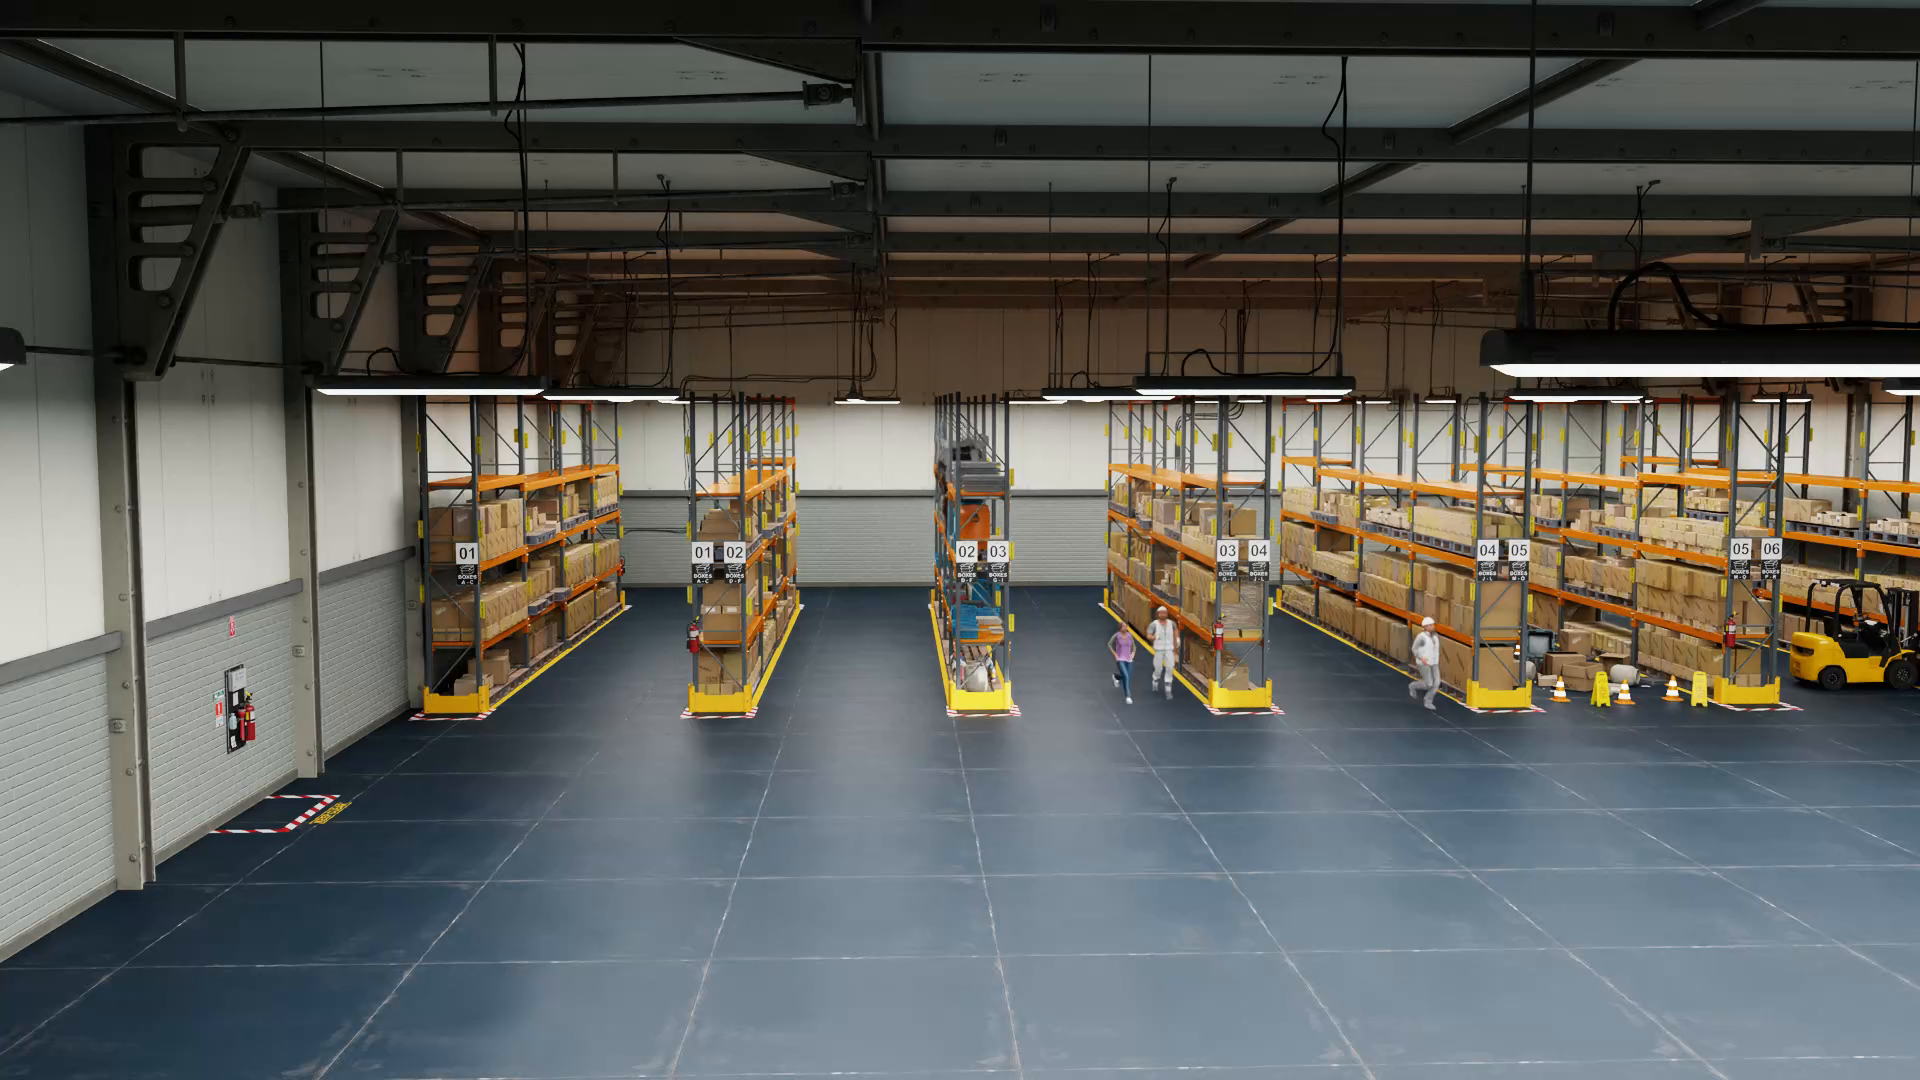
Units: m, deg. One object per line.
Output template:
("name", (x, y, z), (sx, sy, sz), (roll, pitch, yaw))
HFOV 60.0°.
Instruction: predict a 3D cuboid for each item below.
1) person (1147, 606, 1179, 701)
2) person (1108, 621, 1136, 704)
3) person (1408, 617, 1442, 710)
("person", (4.022, 2.201, 32.819), (0.669, 1.790, 0.977), (0, 5, -1))
("person", (3.172, 2.364, 32.479), (0.520, 1.580, 0.925), (-2, 5, -23))
("person", (8.879, 2.335, 31.711), (0.665, 1.736, 0.620), (-3, 5, -31))
